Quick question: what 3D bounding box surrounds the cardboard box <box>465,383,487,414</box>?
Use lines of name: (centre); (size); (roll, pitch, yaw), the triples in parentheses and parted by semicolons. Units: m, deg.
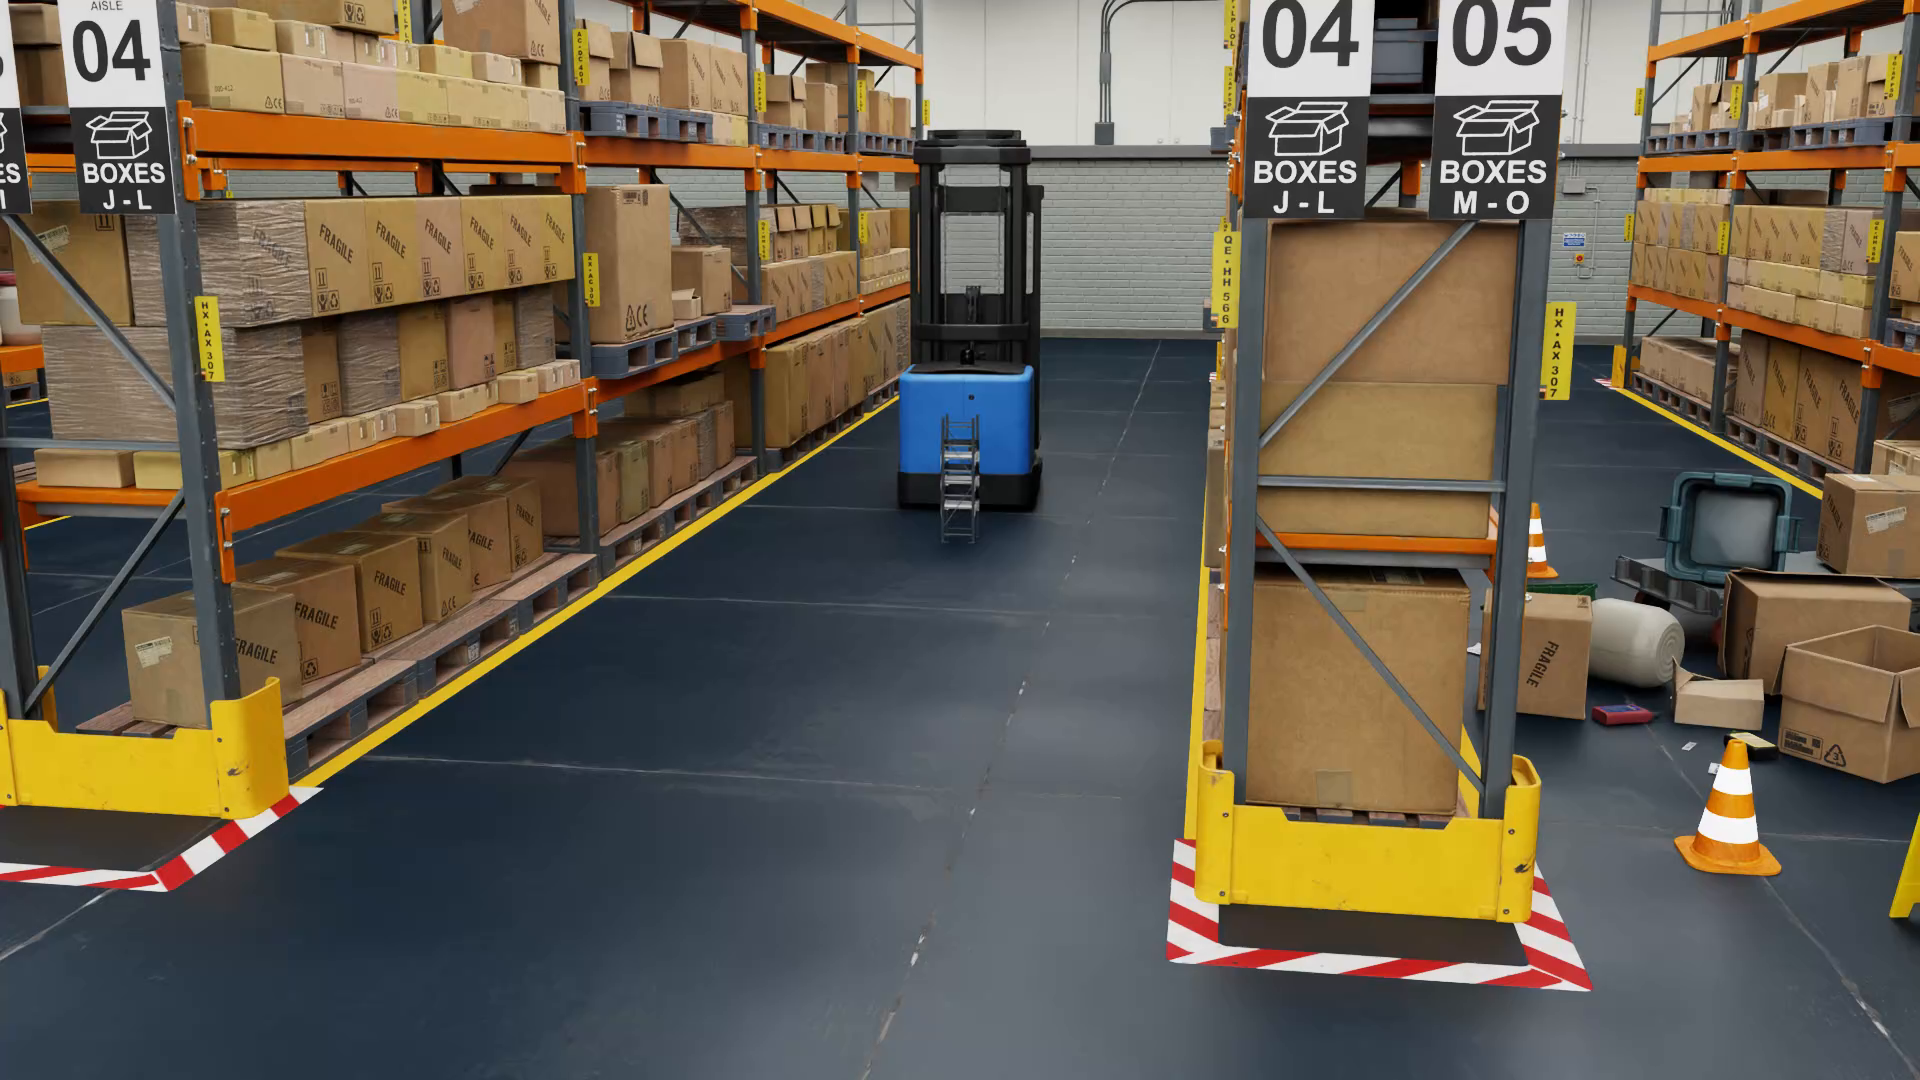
cardboard box: (-2.805, -0.768, 9.031); (0.380, 0.149, 0.250); (2, 12, 9)

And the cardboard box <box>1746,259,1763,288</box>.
cardboard box: (7.803, -2.527, 15.767); (0.500, 0.250, 0.500); (2, 12, 10)

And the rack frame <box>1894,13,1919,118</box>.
rack frame: (7.586, -4.647, 12.198); (1.000, 3.000, 0.127); (2, 12, 9)

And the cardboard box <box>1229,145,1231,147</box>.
cardboard box: (3.103, -4.191, 17.555); (0.500, 0.250, 0.500); (2, 12, 10)

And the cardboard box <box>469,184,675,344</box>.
cardboard box: (-2.561, -1.863, 11.095); (1.000, 1.000, 1.000); (2, 12, 9)

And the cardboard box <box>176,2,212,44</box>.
cardboard box: (-3.165, -2.008, 6.482); (0.380, 0.149, 0.250); (2, 12, 8)

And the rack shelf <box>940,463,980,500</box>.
rack shelf: (0.001, -0.406, 11.914); (0.258, 0.252, 0.200); (2, 12, 9)

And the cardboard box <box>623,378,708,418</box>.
cardboard box: (-2.351, -1.144, 13.293); (0.500, 0.250, 0.500); (3, 13, 15)

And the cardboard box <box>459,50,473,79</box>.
cardboard box: (-2.800, -2.497, 8.749); (0.380, 0.149, 0.250); (2, 12, 11)

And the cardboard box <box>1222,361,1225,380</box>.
cardboard box: (2.593, -1.460, 14.806); (0.500, 0.250, 0.500); (2, 12, 9)

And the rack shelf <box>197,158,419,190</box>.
rack shelf: (-6.792, -3.727, 16.757); (1.077, 0.370, 4.000); (2, 12, 9)

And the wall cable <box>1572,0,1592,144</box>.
wall cable: (9.413, -7.506, 25.462); (0.463, 3.000, 0.029); (2, 12, 9)

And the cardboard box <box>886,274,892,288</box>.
cardboard box: (-1.018, -3.066, 19.698); (0.380, 0.149, 0.250); (2, 12, 9)

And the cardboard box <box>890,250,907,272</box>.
cardboard box: (-0.944, -3.452, 20.543); (0.500, 0.250, 0.500); (1, 12, 7)

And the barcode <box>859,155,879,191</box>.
barcode: (-9.002, -4.751, 20.218); (15.602, 1.011, 4.475); (1, 12, 4)

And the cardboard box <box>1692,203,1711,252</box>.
cardboard box: (8.087, -3.298, 17.564); (0.500, 0.500, 0.500); (2, 12, 8)

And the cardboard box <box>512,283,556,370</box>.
cardboard box: (-2.951, -1.306, 9.989); (0.875, 0.500, 0.500); (2, 12, 9)

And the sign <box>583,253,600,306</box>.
sign: (-2.284, -1.610, 10.291); (0.100, 0.325, 0.005); (2, 12, 9)

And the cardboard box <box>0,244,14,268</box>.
cardboard box: (-11.555, -3.352, 20.188); (0.500, 0.500, 0.500); (2, 12, 10)

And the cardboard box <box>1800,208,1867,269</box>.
cardboard box: (7.561, -2.579, 14.229); (0.500, 0.500, 0.500); (2, 12, 9)

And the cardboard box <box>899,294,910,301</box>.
cardboard box: (-0.995, -2.732, 21.597); (0.875, 0.875, 0.875); (2, 12, 9)

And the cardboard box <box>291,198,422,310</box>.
cardboard box: (-2.923, -1.367, 7.901); (0.500, 0.500, 0.500); (2, 12, 9)

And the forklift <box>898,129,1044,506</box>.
forklift: (-3.330, -2.034, 14.475); (8.118, 2.935, 3.193); (1, 12, 4)

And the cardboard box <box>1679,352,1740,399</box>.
cardboard box: (8.541, -1.814, 18.375); (0.875, 0.438, 0.875); (2, 12, 7)

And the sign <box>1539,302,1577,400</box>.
sign: (1.997, -0.631, 5.561); (0.100, 0.325, 0.005); (2, 12, 9)

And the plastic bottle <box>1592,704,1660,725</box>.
plastic bottle: (3.194, 0.836, 7.970); (0.283, 0.061, 0.133); (-2, 12, -11)

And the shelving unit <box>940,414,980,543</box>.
shelving unit: (5.522, -0.781, 8.037); (12.311, 3.194, 5.845); (2, 12, 9)

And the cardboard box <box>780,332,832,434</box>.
cardboard box: (-1.934, -1.531, 16.023); (1.225, 0.875, 0.875); (2, 12, 9)

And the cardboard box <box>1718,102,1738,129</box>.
cardboard box: (7.983, -4.346, 17.002); (0.396, 0.266, 0.258); (2, 12, 10)

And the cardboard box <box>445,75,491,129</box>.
cardboard box: (-2.797, -2.278, 8.681); (0.500, 0.250, 0.500); (2, 12, 8)

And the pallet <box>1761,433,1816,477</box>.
pallet: (7.972, -0.767, 15.049); (1.003, 0.211, 1.213); (2, 12, 9)

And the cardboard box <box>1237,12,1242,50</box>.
cardboard box: (1.322, -2.079, 6.761); (0.380, 0.149, 0.250); (2, 12, 8)

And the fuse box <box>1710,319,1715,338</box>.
fuse box: (11.714, -3.826, 25.687); (0.539, 1.711, 0.414); (2, 12, 9)

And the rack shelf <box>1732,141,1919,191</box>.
rack shelf: (7.894, -3.246, 14.522); (1.077, 0.370, 4.000); (2, 12, 9)

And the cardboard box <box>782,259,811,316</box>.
cardboard box: (-1.710, -2.391, 15.732); (0.500, 0.500, 0.500); (2, 12, 8)

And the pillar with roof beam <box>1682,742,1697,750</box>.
pillar with roof beam: (-2.898, -4.227, 10.117); (13.495, 9.045, 5.221); (2, 12, 9)

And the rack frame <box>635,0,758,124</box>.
rack frame: (-2.206, -4.969, 13.688); (1.000, 3.000, 0.127); (2, 12, 9)

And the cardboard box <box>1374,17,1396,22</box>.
cardboard box: (2.009, -2.389, 7.253); (0.500, 0.250, 0.500); (2, 12, 8)

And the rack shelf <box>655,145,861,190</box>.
rack shelf: (-1.898, -3.567, 16.012); (1.077, 0.370, 4.000); (2, 12, 9)

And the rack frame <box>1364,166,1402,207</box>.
rack frame: (2.061, -1.022, 9.614); (0.949, 2.616, 0.053); (2, 12, 9)

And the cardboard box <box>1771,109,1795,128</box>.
cardboard box: (7.661, -3.853, 15.189); (0.380, 0.166, 0.250); (1, 12, 5)

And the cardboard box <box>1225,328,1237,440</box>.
cardboard box: (1.758, -0.794, 8.201); (0.875, 0.550, 0.550); (2, 12, 9)

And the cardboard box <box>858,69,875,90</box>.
cardboard box: (-1.296, -5.417, 19.638); (0.500, 0.250, 0.500); (1, 12, 7)

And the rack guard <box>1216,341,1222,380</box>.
rack guard: (3.898, -2.282, 21.394); (1.175, 0.500, 0.348); (2, 12, 9)

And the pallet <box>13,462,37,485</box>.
pallet: (-7.447, -0.420, 13.441); (1.003, 0.211, 1.213); (2, 12, 9)

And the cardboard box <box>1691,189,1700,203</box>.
cardboard box: (8.193, -3.741, 18.080); (0.380, 0.149, 0.250); (2, 12, 7)

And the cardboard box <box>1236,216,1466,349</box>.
cardboard box: (1.538, -0.983, 6.518); (0.875, 0.550, 0.550); (2, 12, 9)

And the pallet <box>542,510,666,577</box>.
pallet: (-2.703, -0.002, 11.503); (1.003, 0.211, 1.213); (2, 12, 9)
